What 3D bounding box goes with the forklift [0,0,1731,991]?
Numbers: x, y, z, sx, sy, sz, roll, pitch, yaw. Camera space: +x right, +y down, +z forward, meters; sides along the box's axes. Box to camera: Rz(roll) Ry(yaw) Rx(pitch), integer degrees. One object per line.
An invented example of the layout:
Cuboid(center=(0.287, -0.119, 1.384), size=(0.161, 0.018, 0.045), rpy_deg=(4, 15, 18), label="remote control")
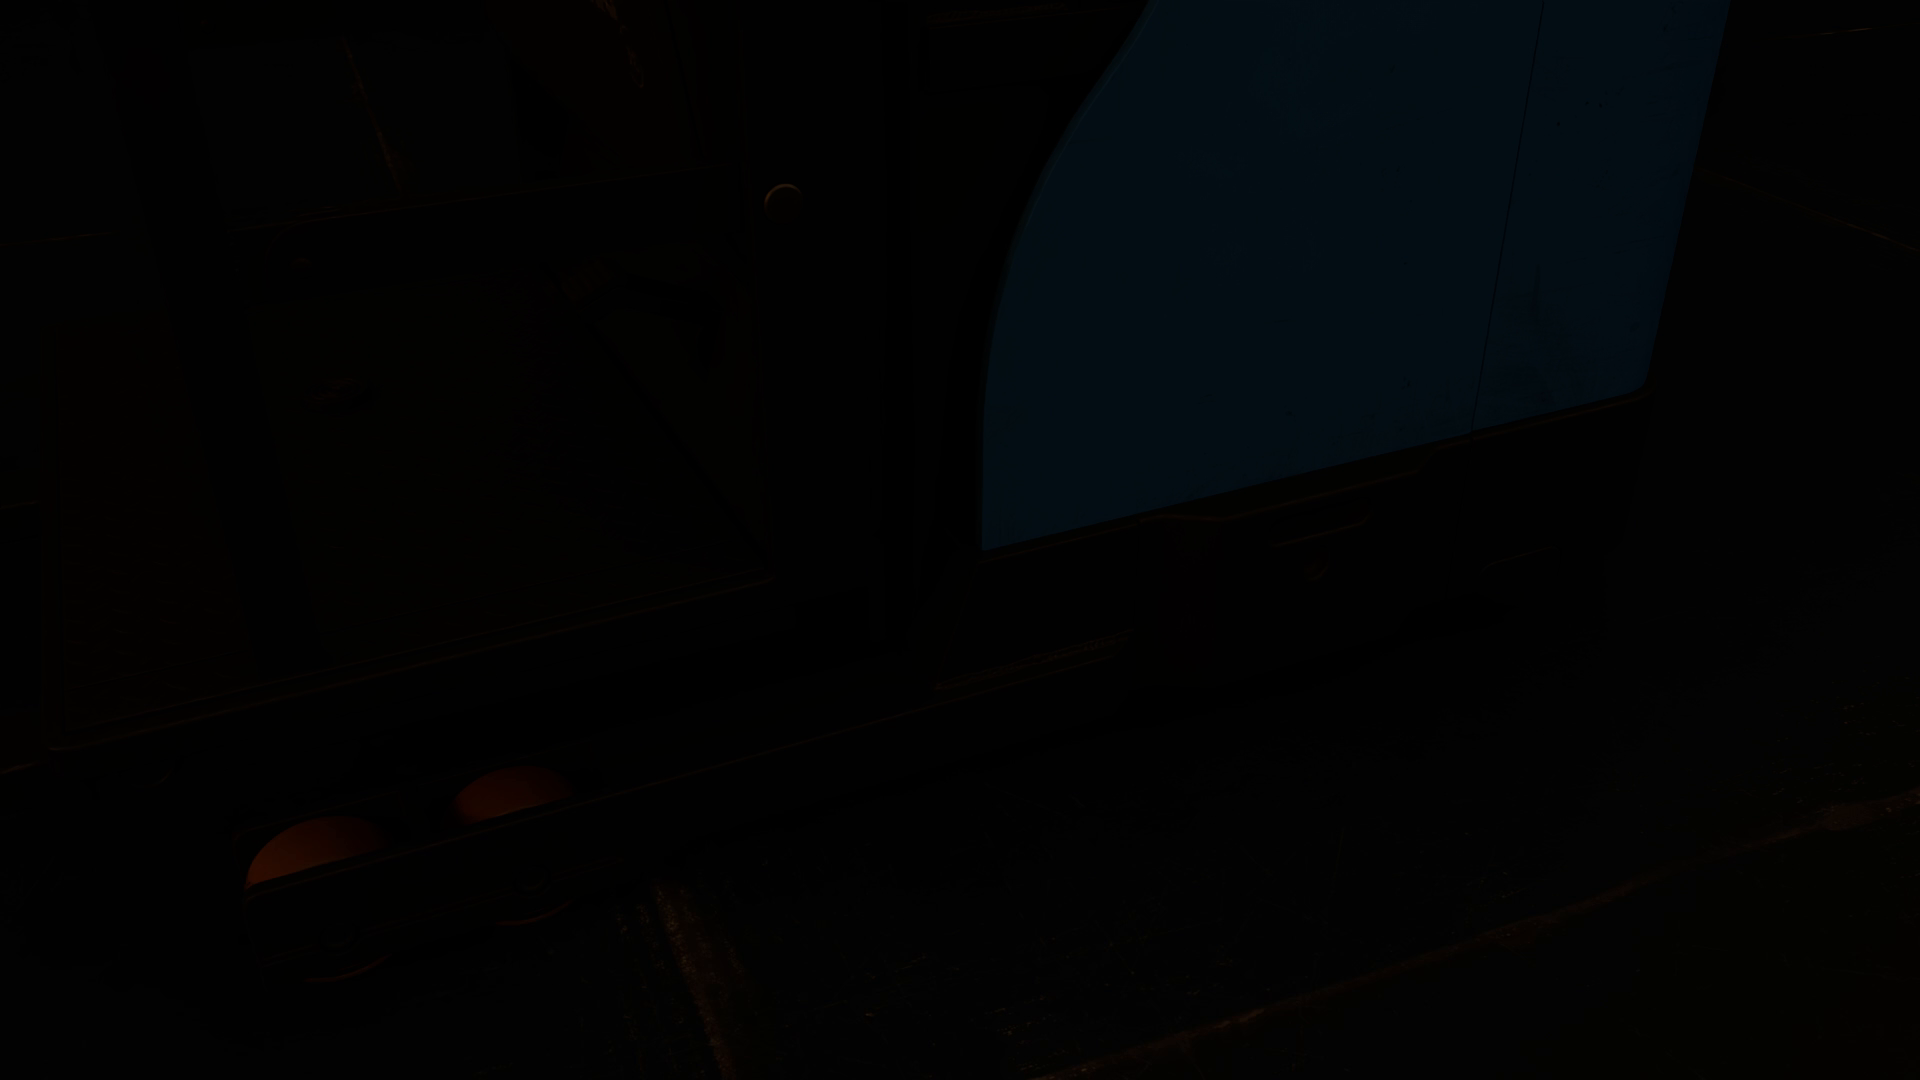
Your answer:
Cuboid(center=(-0.606, -1.120, 1.505), size=(3.031, 2.935, 1.130), rpy_deg=(-13, 32, -22), label="forklift")
